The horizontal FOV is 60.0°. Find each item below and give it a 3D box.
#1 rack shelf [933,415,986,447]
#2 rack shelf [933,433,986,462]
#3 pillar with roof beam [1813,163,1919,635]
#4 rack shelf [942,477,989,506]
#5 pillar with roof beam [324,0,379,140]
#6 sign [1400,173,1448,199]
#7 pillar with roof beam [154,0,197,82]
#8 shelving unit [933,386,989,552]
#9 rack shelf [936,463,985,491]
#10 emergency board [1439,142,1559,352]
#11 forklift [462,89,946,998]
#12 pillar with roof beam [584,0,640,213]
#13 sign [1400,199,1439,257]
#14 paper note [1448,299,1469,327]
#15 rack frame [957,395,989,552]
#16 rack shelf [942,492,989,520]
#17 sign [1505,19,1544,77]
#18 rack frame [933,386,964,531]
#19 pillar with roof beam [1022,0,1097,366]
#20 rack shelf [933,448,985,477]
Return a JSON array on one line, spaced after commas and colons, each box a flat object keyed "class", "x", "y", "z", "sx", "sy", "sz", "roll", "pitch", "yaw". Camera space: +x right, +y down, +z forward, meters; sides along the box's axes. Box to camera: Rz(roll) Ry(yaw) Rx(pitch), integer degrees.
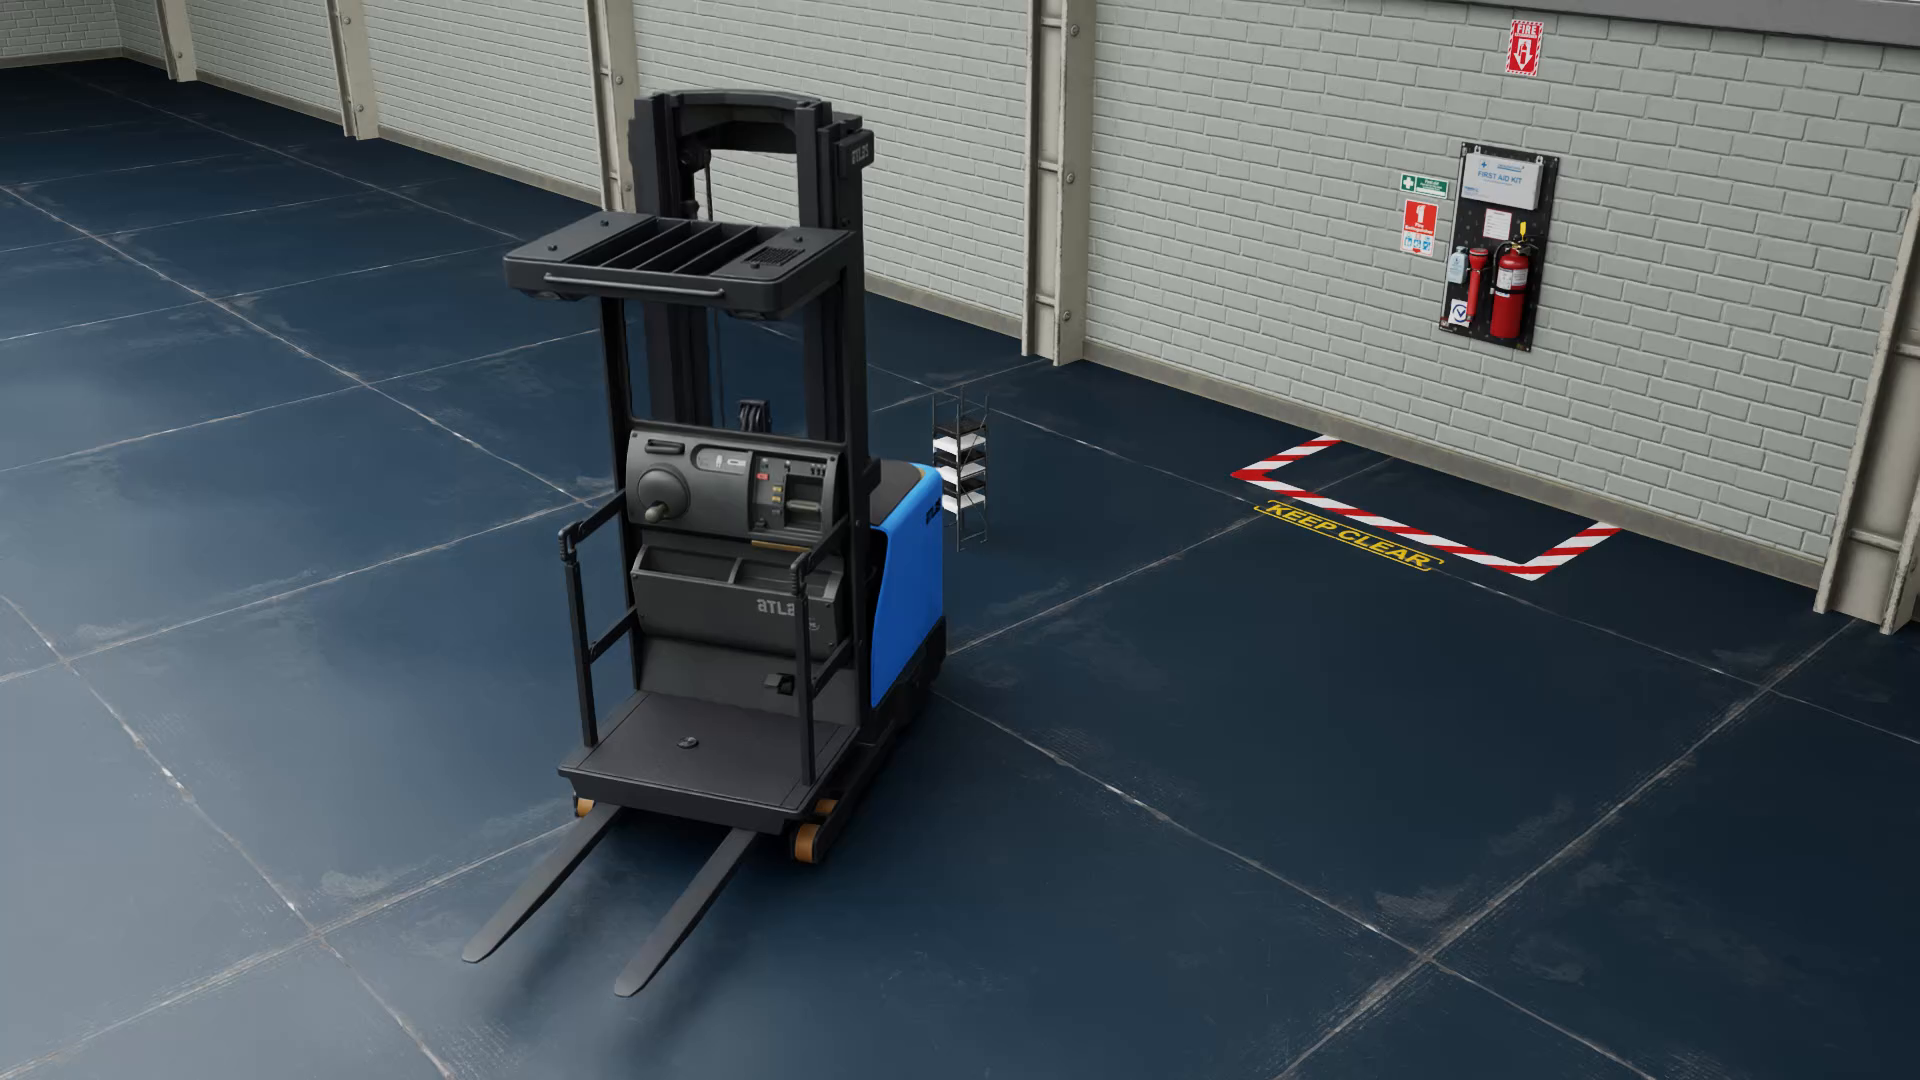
[{"class": "rack shelf", "x": 0.006, "y": -0.622, "z": 9.460, "sx": 0.258, "sy": 0.077, "sz": 0.200, "roll": -21, "pitch": 32, "yaw": -38}, {"class": "rack shelf", "x": 0.006, "y": -0.540, "z": 9.497, "sx": 0.258, "sy": 0.077, "sz": 0.200, "roll": -21, "pitch": 32, "yaw": -38}, {"class": "pillar with roof beam", "x": 1.680, "y": -2.479, "z": 4.341, "sx": 9.100, "sy": 9.000, "sz": 0.400, "roll": -21, "pitch": 32, "yaw": -38}, {"class": "rack shelf", "x": 0.006, "y": -0.295, "z": 9.609, "sx": 0.258, "sy": 0.077, "sz": 0.200, "roll": -21, "pitch": 32, "yaw": -38}, {"class": "pillar with roof beam", "x": -10.623, "y": -7.932, "z": 16.295, "sx": 9.100, "sy": 9.000, "sz": 0.400, "roll": -21, "pitch": 32, "yaw": -38}, {"class": "sign", "x": 2.855, "y": -2.180, "z": 10.234, "sx": 0.001, "sy": 0.109, "sz": 0.331, "roll": -21, "pitch": 32, "yaw": -38}, {"class": "pillar with roof beam", "x": -14.724, "y": -9.750, "z": 20.280, "sx": 9.100, "sy": 9.000, "sz": 0.400, "roll": -21, "pitch": 32, "yaw": -38}, {"class": "shelving unit", "x": 0.006, "y": -0.407, "z": 9.558, "sx": 0.258, "sy": 0.900, "sz": 0.210, "roll": -21, "pitch": 32, "yaw": -38}, {"class": "rack shelf", "x": 0.006, "y": -0.377, "z": 9.572, "sx": 0.258, "sy": 0.077, "sz": 0.200, "roll": -21, "pitch": 32, "yaw": -38}, {"class": "emergency board", "x": 3.161, "y": -1.730, "z": 9.928, "sx": 0.194, "sy": 1.169, "sz": 0.643, "roll": -21, "pitch": 32, "yaw": -38}, {"class": "forklift", "x": -1.003, "y": -0.191, "z": 6.636, "sx": 1.130, "sy": 2.935, "sz": 3.031, "roll": 8, "pitch": 26, "yaw": 16}, {"class": "pillar with roof beam", "x": -6.522, "y": -6.114, "z": 12.311, "sx": 9.100, "sy": 9.000, "sz": 0.400, "roll": -21, "pitch": 32, "yaw": -38}, {"class": "sign", "x": 2.858, "y": -1.943, "z": 10.352, "sx": 0.001, "sy": 0.329, "sz": 0.234, "roll": -21, "pitch": 32, "yaw": -38}, {"class": "paper note", "x": 3.090, "y": -1.403, "z": 10.272, "sx": 0.016, "sy": 0.148, "sz": 0.142, "roll": -21, "pitch": 32, "yaw": -38}, {"class": "rack frame", "x": 0.075, "y": -0.376, "z": 9.490, "sx": 0.240, "sy": 0.900, "sz": 0.006, "roll": -21, "pitch": 32, "yaw": -38}, {"class": "rack shelf", "x": 0.006, "y": -0.213, "z": 9.646, "sx": 0.258, "sy": 0.077, "sz": 0.200, "roll": -21, "pitch": 32, "yaw": -38}, {"class": "sign", "x": 3.228, "y": -2.815, "z": 9.515, "sx": 0.001, "sy": 0.298, "sz": 0.199, "roll": -21, "pitch": 32, "yaw": -38}, {"class": "rack frame", "x": -0.064, "y": -0.438, "z": 9.625, "sx": 0.240, "sy": 0.900, "sz": 0.006, "roll": -21, "pitch": 32, "yaw": -38}, {"class": "pillar with roof beam", "x": -2.421, "y": -4.297, "z": 8.326, "sx": 9.100, "sy": 9.000, "sz": 0.400, "roll": -21, "pitch": 32, "yaw": -38}, {"class": "rack shelf", "x": 0.006, "y": -0.459, "z": 9.534, "sx": 0.258, "sy": 0.077, "sz": 0.200, "roll": -21, "pitch": 32, "yaw": -38}]
